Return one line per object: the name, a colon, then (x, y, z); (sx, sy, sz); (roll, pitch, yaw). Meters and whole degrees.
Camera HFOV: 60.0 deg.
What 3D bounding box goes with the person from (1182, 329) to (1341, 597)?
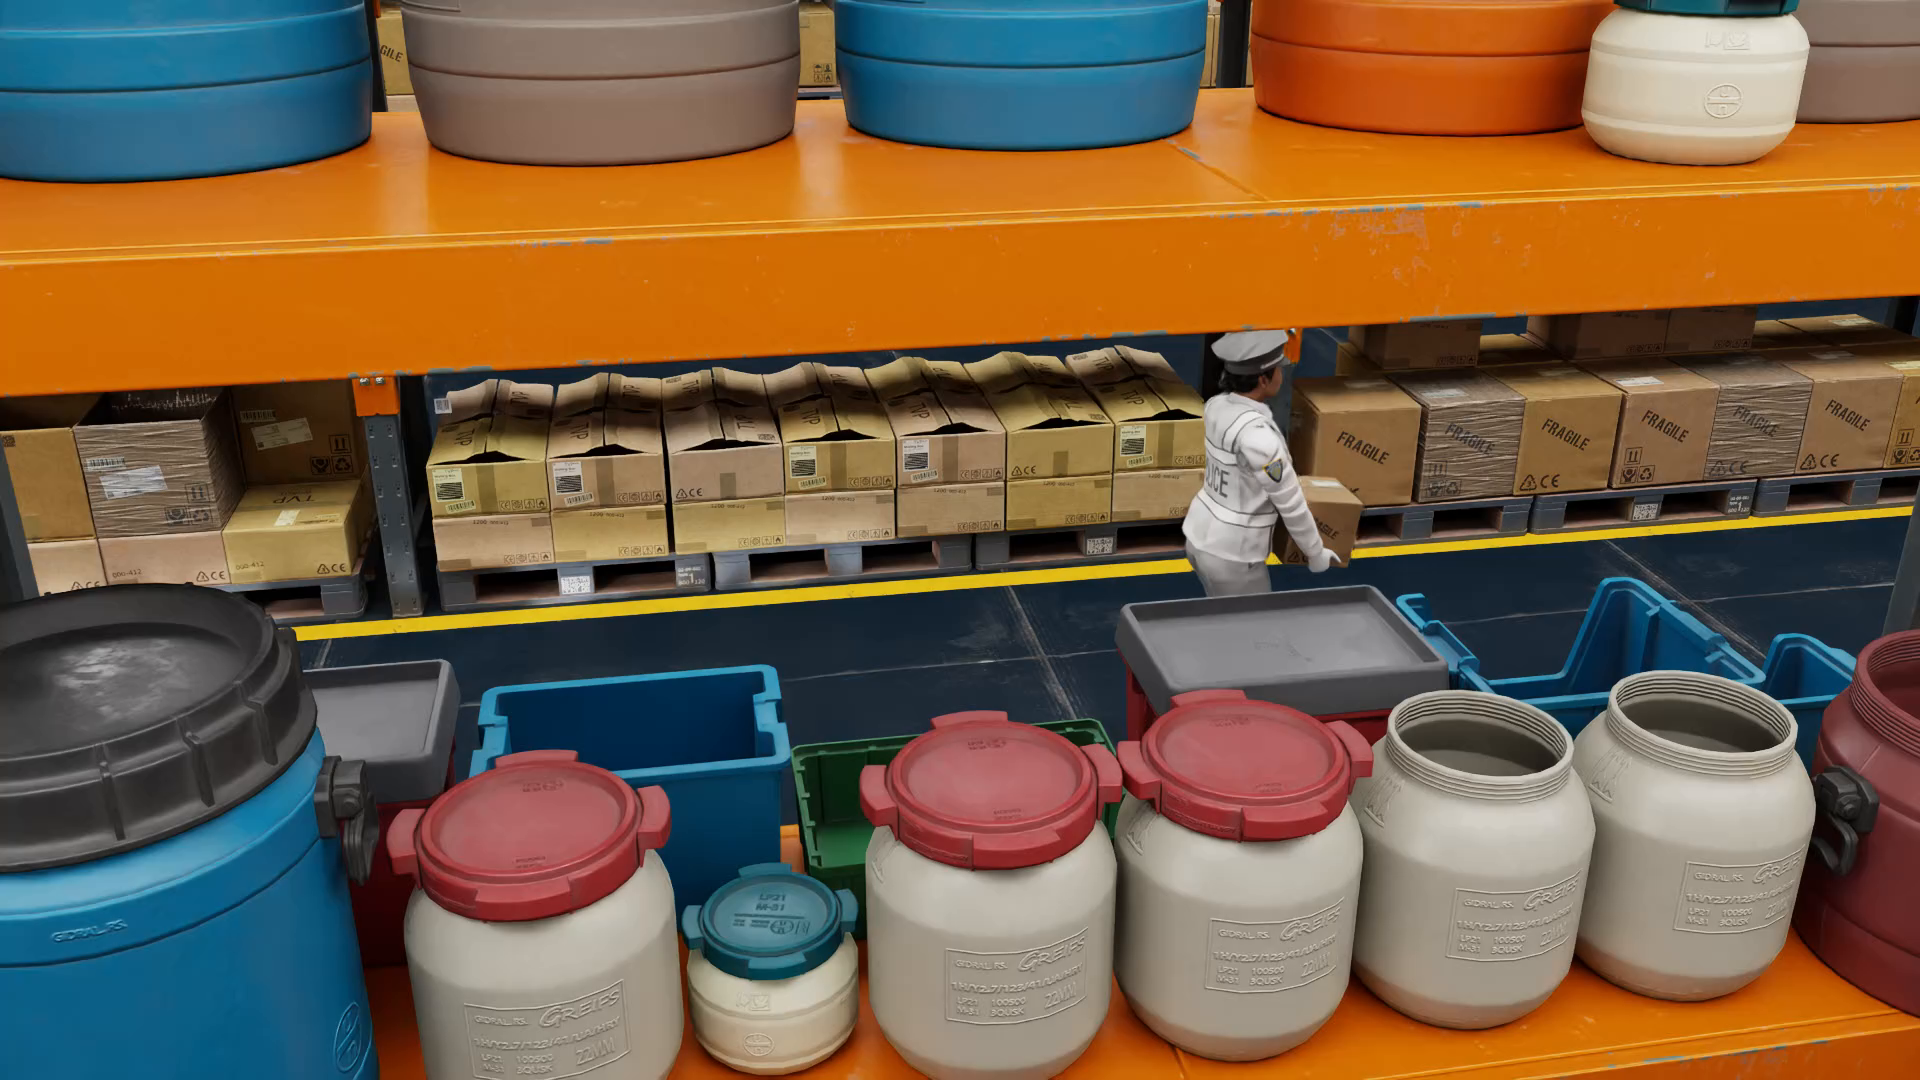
person: (1.067, 0.039, 5.996); (0.528, 1.682, 0.417); (-5, 24, -11)
